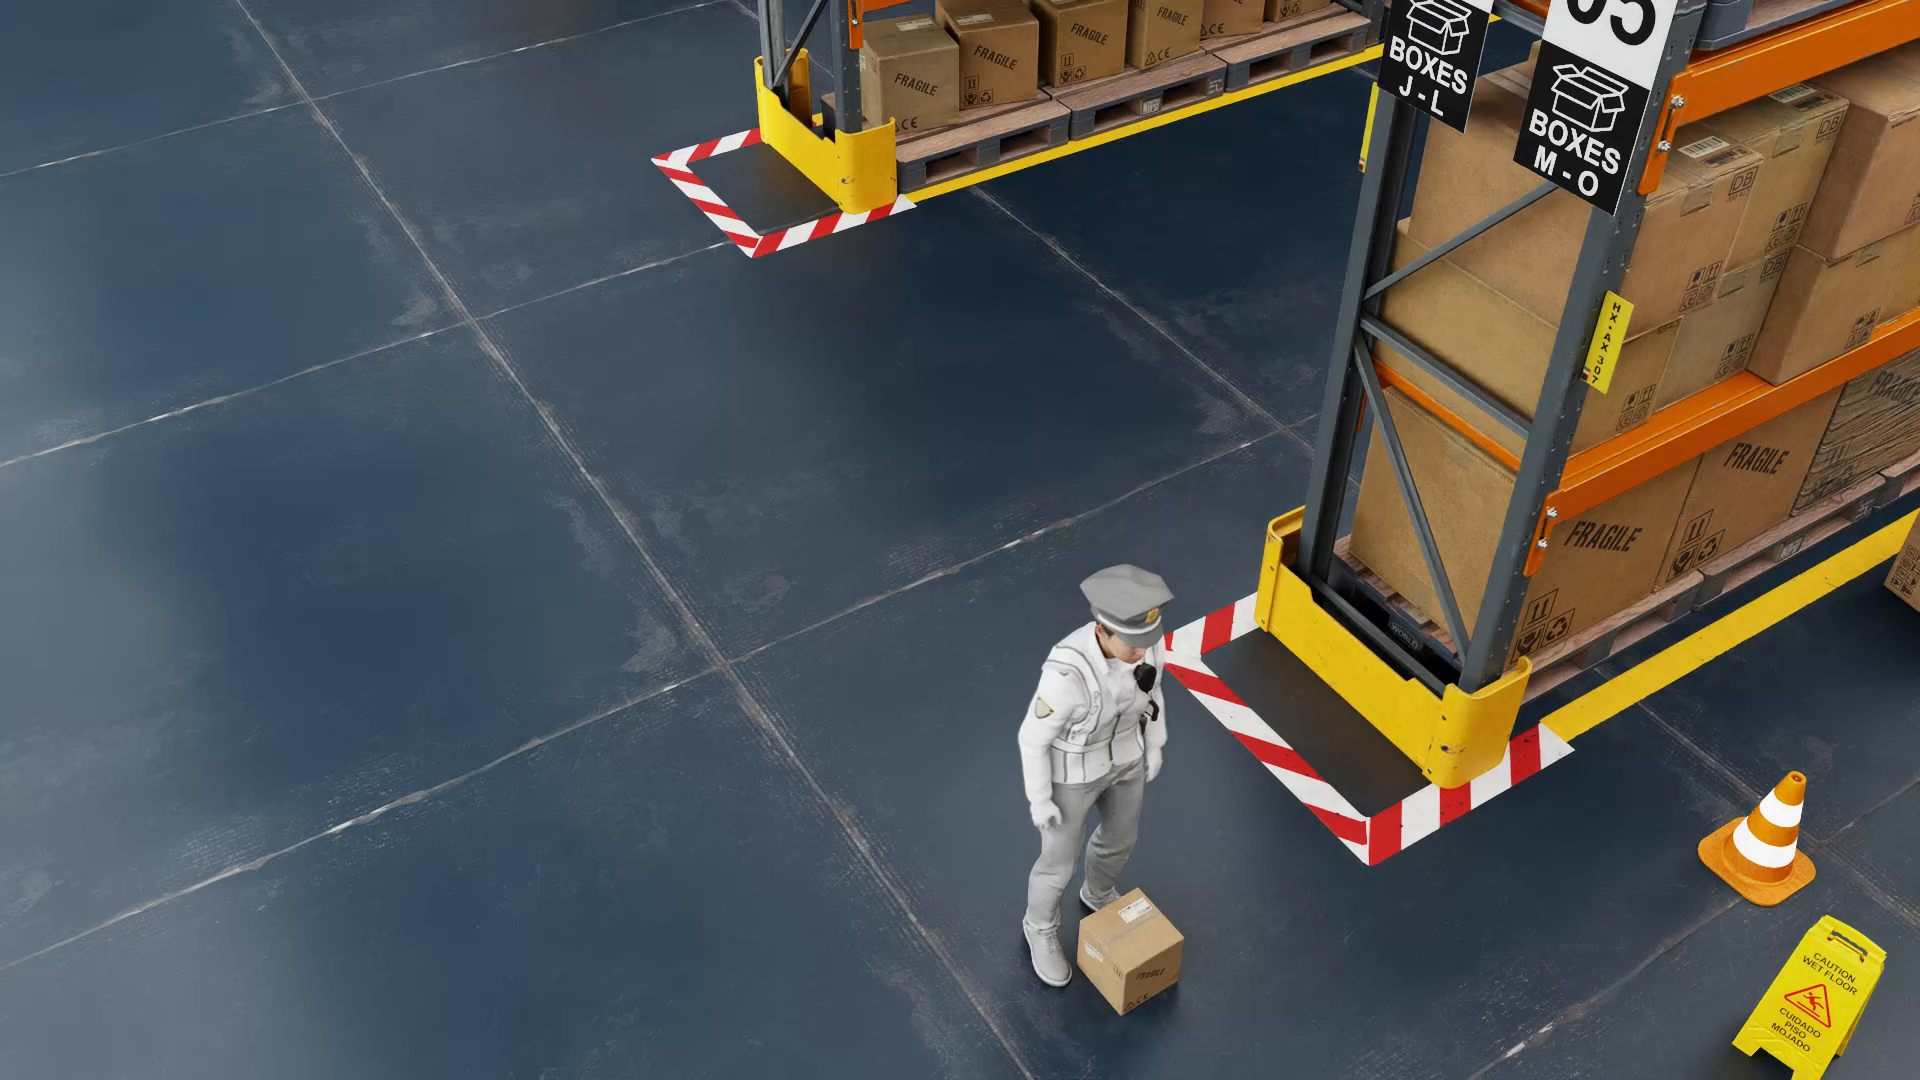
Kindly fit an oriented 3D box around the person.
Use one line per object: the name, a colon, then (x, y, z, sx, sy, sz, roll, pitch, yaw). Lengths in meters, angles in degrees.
person: (0.433, 0.731, 5.315, 0.528, 1.662, 0.375, -23, 46, -24)
